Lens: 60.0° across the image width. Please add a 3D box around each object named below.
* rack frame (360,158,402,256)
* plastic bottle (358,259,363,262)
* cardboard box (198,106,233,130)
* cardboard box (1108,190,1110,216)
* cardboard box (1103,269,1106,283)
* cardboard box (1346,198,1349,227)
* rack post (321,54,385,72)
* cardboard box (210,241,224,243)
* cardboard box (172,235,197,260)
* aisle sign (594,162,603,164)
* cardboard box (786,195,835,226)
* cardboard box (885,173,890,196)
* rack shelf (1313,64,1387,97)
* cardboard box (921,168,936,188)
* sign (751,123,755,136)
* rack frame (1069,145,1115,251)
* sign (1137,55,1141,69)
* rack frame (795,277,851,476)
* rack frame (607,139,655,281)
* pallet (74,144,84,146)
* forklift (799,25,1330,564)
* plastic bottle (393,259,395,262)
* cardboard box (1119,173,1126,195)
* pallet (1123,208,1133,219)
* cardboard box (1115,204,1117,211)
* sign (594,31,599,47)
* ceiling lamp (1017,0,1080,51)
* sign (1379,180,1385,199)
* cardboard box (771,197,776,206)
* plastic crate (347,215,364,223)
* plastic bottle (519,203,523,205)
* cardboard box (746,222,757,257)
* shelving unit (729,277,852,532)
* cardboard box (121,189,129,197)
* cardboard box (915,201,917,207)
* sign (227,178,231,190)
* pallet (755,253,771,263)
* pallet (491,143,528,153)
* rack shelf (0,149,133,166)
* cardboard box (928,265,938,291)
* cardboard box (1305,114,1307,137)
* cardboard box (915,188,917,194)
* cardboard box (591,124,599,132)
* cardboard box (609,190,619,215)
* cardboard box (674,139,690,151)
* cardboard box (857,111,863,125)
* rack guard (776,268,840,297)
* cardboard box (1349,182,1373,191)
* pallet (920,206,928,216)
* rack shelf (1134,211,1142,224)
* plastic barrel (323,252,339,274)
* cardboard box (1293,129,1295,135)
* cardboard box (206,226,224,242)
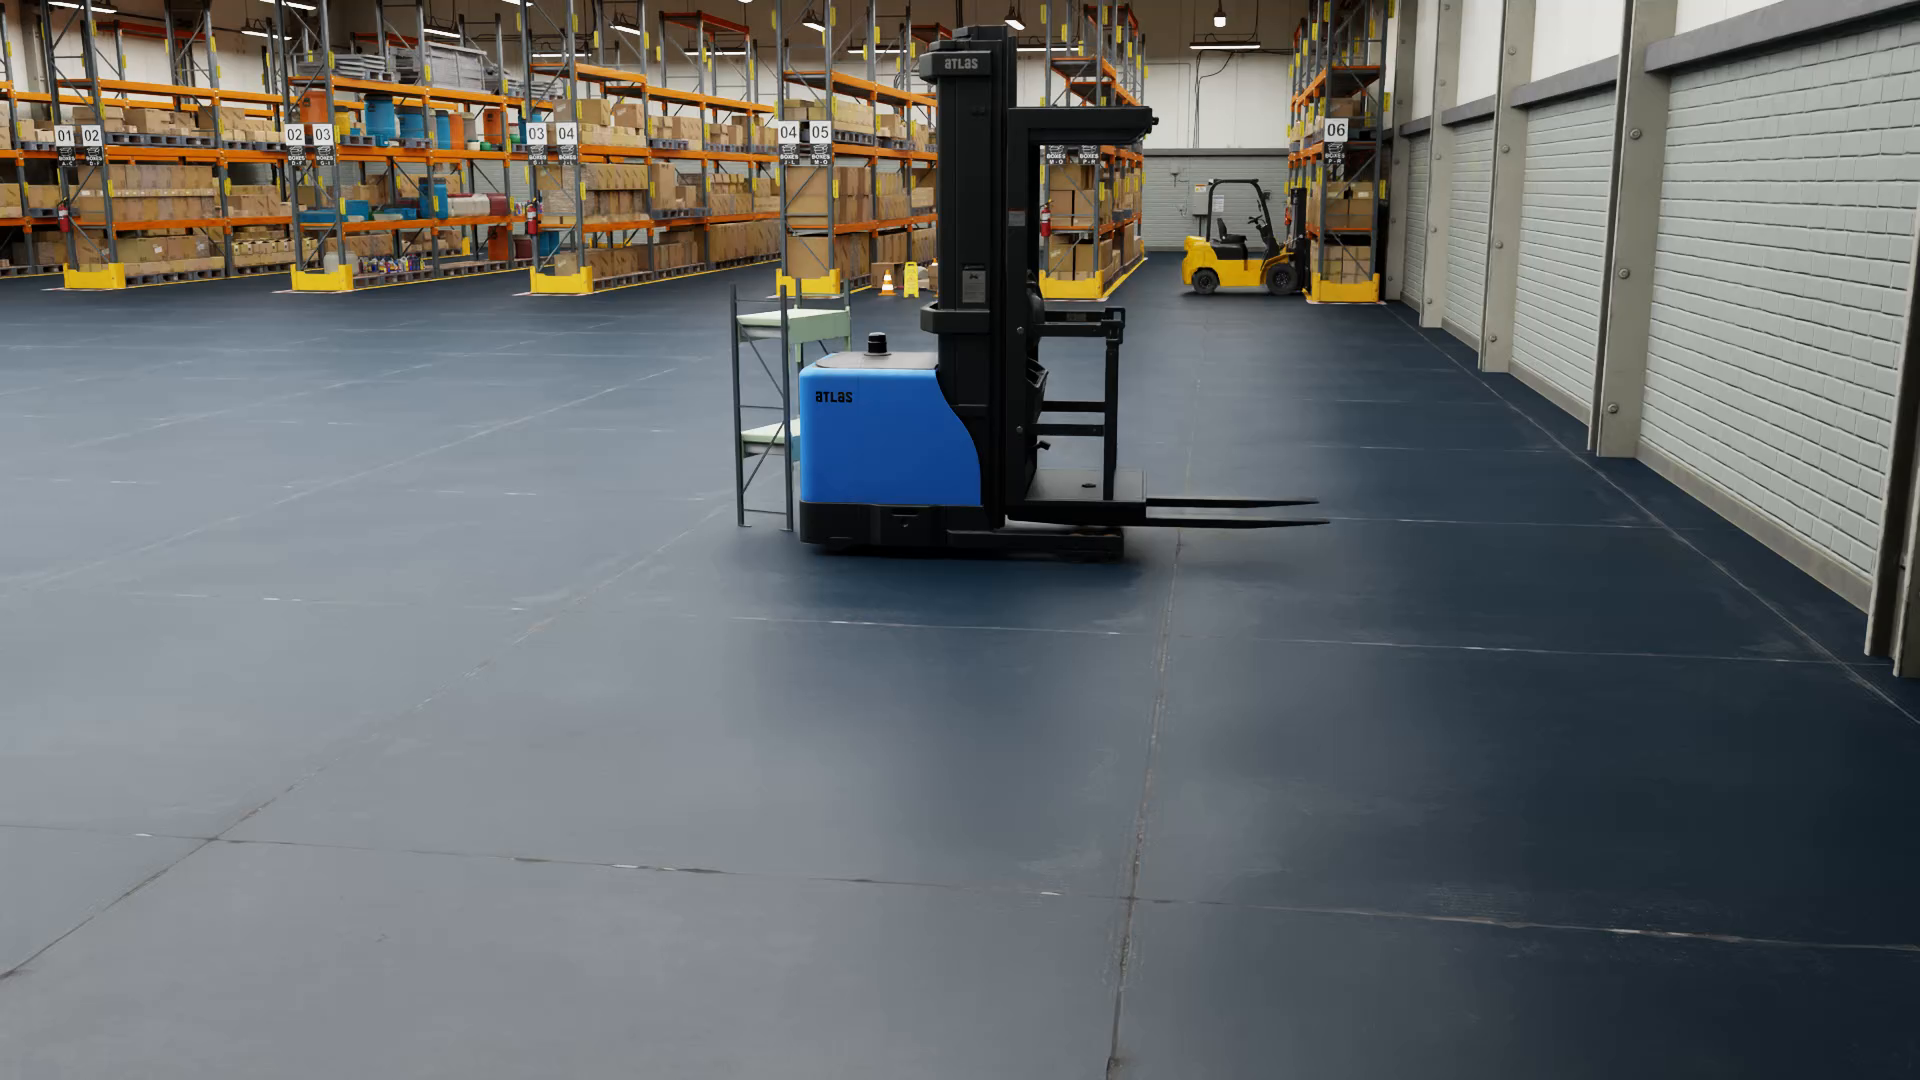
[{"bbox_3d":[-15.690,-9.087,45.040,1.000,3.000,0.127,2,12,9],"label":"rack frame"},{"bbox_3d":[-12.705,-5.789,35.154,0.152,0.276,0.135,2,12,7],"label":"plastic bottle"},{"bbox_3d":[-16.787,-9.514,37.479,0.500,0.500,0.500,2,12,9],"label":"cardboard box"},{"bbox_3d":[2.689,-6.657,32.821,0.500,0.500,0.500,2,12,10],"label":"cardboard box"},{"bbox_3d":[2.528,-5.073,31.941,0.500,0.250,0.500,2,12,11],"label":"cardboard box"},{"bbox_3d":[7.358,-6.039,30.656,0.500,0.500,0.500,2,12,10],"label":"cardboard box"},{"bbox_3d":[-12.375,-9.728,33.952,0.937,0.300,0.954,2,12,8],"label":"rack post"},{"bbox_3d":[-17.068,-6.759,38.436,0.500,0.311,0.500,2,12,10],"label":"cardboard box"},{"bbox_3d":[-16.937,-6.338,36.033,0.500,0.500,0.500,2,12,9],"label":"cardboard box"},{"bbox_3d":[-10.464,-11.054,47.995,0.394,0.787,0.004,2,12,9],"label":"aisle sign"},{"bbox_3d":[-2.850,-6.238,31.462,0.875,0.550,0.550,2,12,9],"label":"cardboard box"},{"bbox_3d":[-1.942,-7.877,36.813,0.700,0.500,0.500,2,12,8],"label":"cardboard box"},{"bbox_3d":[7.257,-8.588,31.141,1.077,0.370,4.000,2,12,9],"label":"rack shelf"},{"bbox_3d":[-0.707,-9.353,42.955,0.500,0.500,0.500,2,12,10],"label":"cardboard box"},{"bbox_3d":[-5.365,-10.623,43.071,0.100,0.325,0.005,2,12,9],"label":"sign"},{"bbox_3d":[2.659,-6.779,34.329,1.000,3.000,0.127,2,12,9],"label":"rack frame"},{"bbox_3d":[4.428,-11.857,41.248,0.100,0.325,0.005,2,12,9],"label":"sign"},{"bbox_3d":[-0.876,-0.943,10.798,0.400,1.500,0.023,6,13,27],"label":"rack frame"},{"bbox_3d":[-7.133,-7.100,35.819,1.000,3.000,0.127,2,12,9],"label":"rack frame"},{"bbox_3d":[-21.459,-9.297,39.340,1.213,0.211,1.003,2,12,9],"label":"pallet"},{"bbox_3d":[0.623,-1.418,9.618,3.031,2.935,1.130,1,12,6],"label":"forklift"},{"bbox_3d":[-12.054,-5.867,35.500,0.061,0.283,0.133,2,12,9],"label":"plastic bottle"},{"bbox_3d":[3.592,-8.244,38.517,0.500,0.500,0.500,1,12,7],"label":"cardboard box"},{"bbox_3d":[3.270,-7.366,37.509,1.213,0.211,1.003,2,12,9],"label":"pallet"},{"bbox_3d":[3.104,-7.018,35.038,0.380,0.149,0.250,2,12,10],"label":"cardboard box"},{"bbox_3d":[-7.682,-10.584,35.150,0.100,0.325,0.005,2,12,9],"label":"sign"},{"bbox_3d":[2.522,-15.700,47.631,2.000,3.185,0.800,2,12,9],"label":"ceiling lamp"},{"bbox_3d":[7.497,-6.229,29.534,0.100,0.325,0.005,2,12,9],"label":"sign"},{"bbox_3d":[-5.332,-9.241,45.402,0.500,0.250,0.500,2,12,9],"label":"cardboard box"},{"bbox_3d":[-12.186,-6.475,33.544,0.298,0.136,0.250,2,12,9],"label":"plastic crate"},{"bbox_3d":[-11.386,-8.589,43.020,0.152,0.276,0.135,2,12,9],"label":"plastic bottle"},{"bbox_3d":[-5.981,-7.798,43.105,1.225,0.875,0.875,2,12,9],"label":"cardboard box"},{"bbox_3d":[-1.044,-0.874,10.481,0.431,1.500,0.755,6,13,27],"label":"shelving unit"},{"bbox_3d":[-17.225,-7.085,33.972,0.380,0.149,0.250,2,12,7],"label":"cardboard box"},{"bbox_3d":[-1.241,-8.088,40.004,0.380,0.149,0.250,2,12,11],"label":"cardboard box"},{"bbox_3d":[-20.048,-9.759,45.595,0.100,0.325,0.005,2,12,9],"label":"sign"},{"bbox_3d":[-5.708,-7.558,44.563,1.003,0.211,1.213,2,12,9],"label":"pallet"},{"bbox_3d":[-11.197,-9.623,40.856,1.003,0.211,1.213,2,12,9],"label":"pallet"},{"bbox_3d":[-21.508,-9.113,39.745,1.077,0.370,4.000,2,12,9],"label":"rack shelf"},{"bbox_3d":[-0.187,-5.174,32.806,0.797,0.503,0.637,-7,14,-30],"label":"cardboard box"},{"bbox_3d":[7.828,-9.078,36.406,0.500,0.500,0.500,2,12,9],"label":"cardboard box"},{"bbox_3d":[-1.247,-8.376,39.928,0.380,0.149,0.250,1,12,6],"label":"cardboard box"},{"bbox_3d":[-7.312,-8.067,32.595,0.380,0.149,0.250,2,12,11],"label":"cardboard box"},{"bbox_3d":[-7.470,-6.890,33.899,0.875,0.500,0.500,2,12,9],"label":"cardboard box"},{"bbox_3d":[-6.491,-9.011,37.921,0.500,0.250,0.500,2,12,10],"label":"cardboard box"},{"bbox_3d":[-2.226,-8.391,33.104,0.500,0.250,0.500,2,12,8],"label":"cardboard box"},{"bbox_3d":[-2.866,-4.859,31.352,1.175,0.500,0.348,2,12,9],"label":"rack guard"},{"bbox_3d":[7.212,-6.361,29.905,0.380,0.149,0.250,2,12,8],"label":"cardboard box"},{"bbox_3d":[-1.368,-8.071,40.778,1.003,0.211,1.213,2,12,9],"label":"pallet"},{"bbox_3d":[4.197,-8.509,44.064,1.077,0.370,4.000,2,12,9],"label":"rack shelf"},{"bbox_3d":[-12.616,-5.557,33.565,0.421,0.512,0.421,0,12,0],"label":"plastic barrel"},{"bbox_3d":[8.264,-9.870,40.209,0.380,0.149,0.250,2,12,8],"label":"cardboard box"},{"bbox_3d":[-20.557,-8.262,45.316,0.750,0.750,0.750,2,12,9],"label":"cardboard box"}]
